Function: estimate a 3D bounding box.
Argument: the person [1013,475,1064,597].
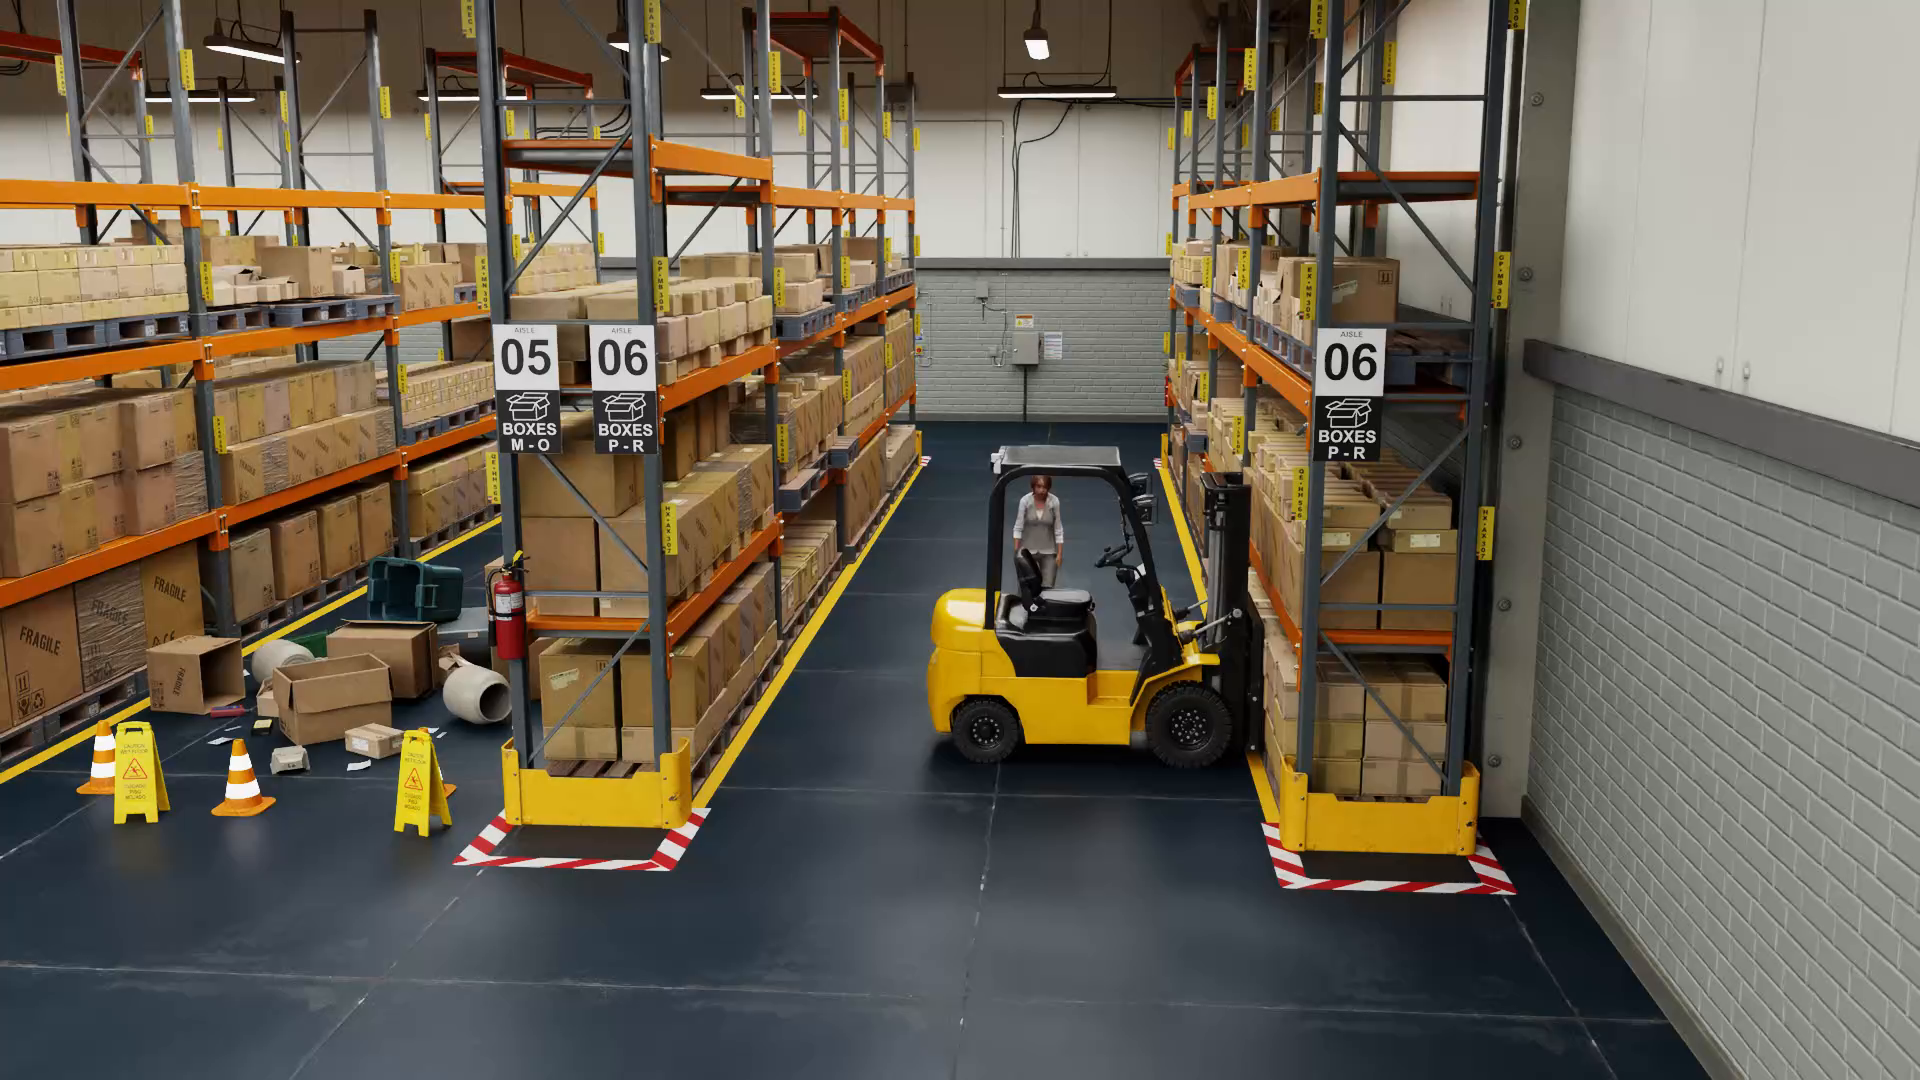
[{"bbox_3d":[0.711,0.147,15.212,0.472,1.590,0.347,0,11,1],"label":"person"}]
